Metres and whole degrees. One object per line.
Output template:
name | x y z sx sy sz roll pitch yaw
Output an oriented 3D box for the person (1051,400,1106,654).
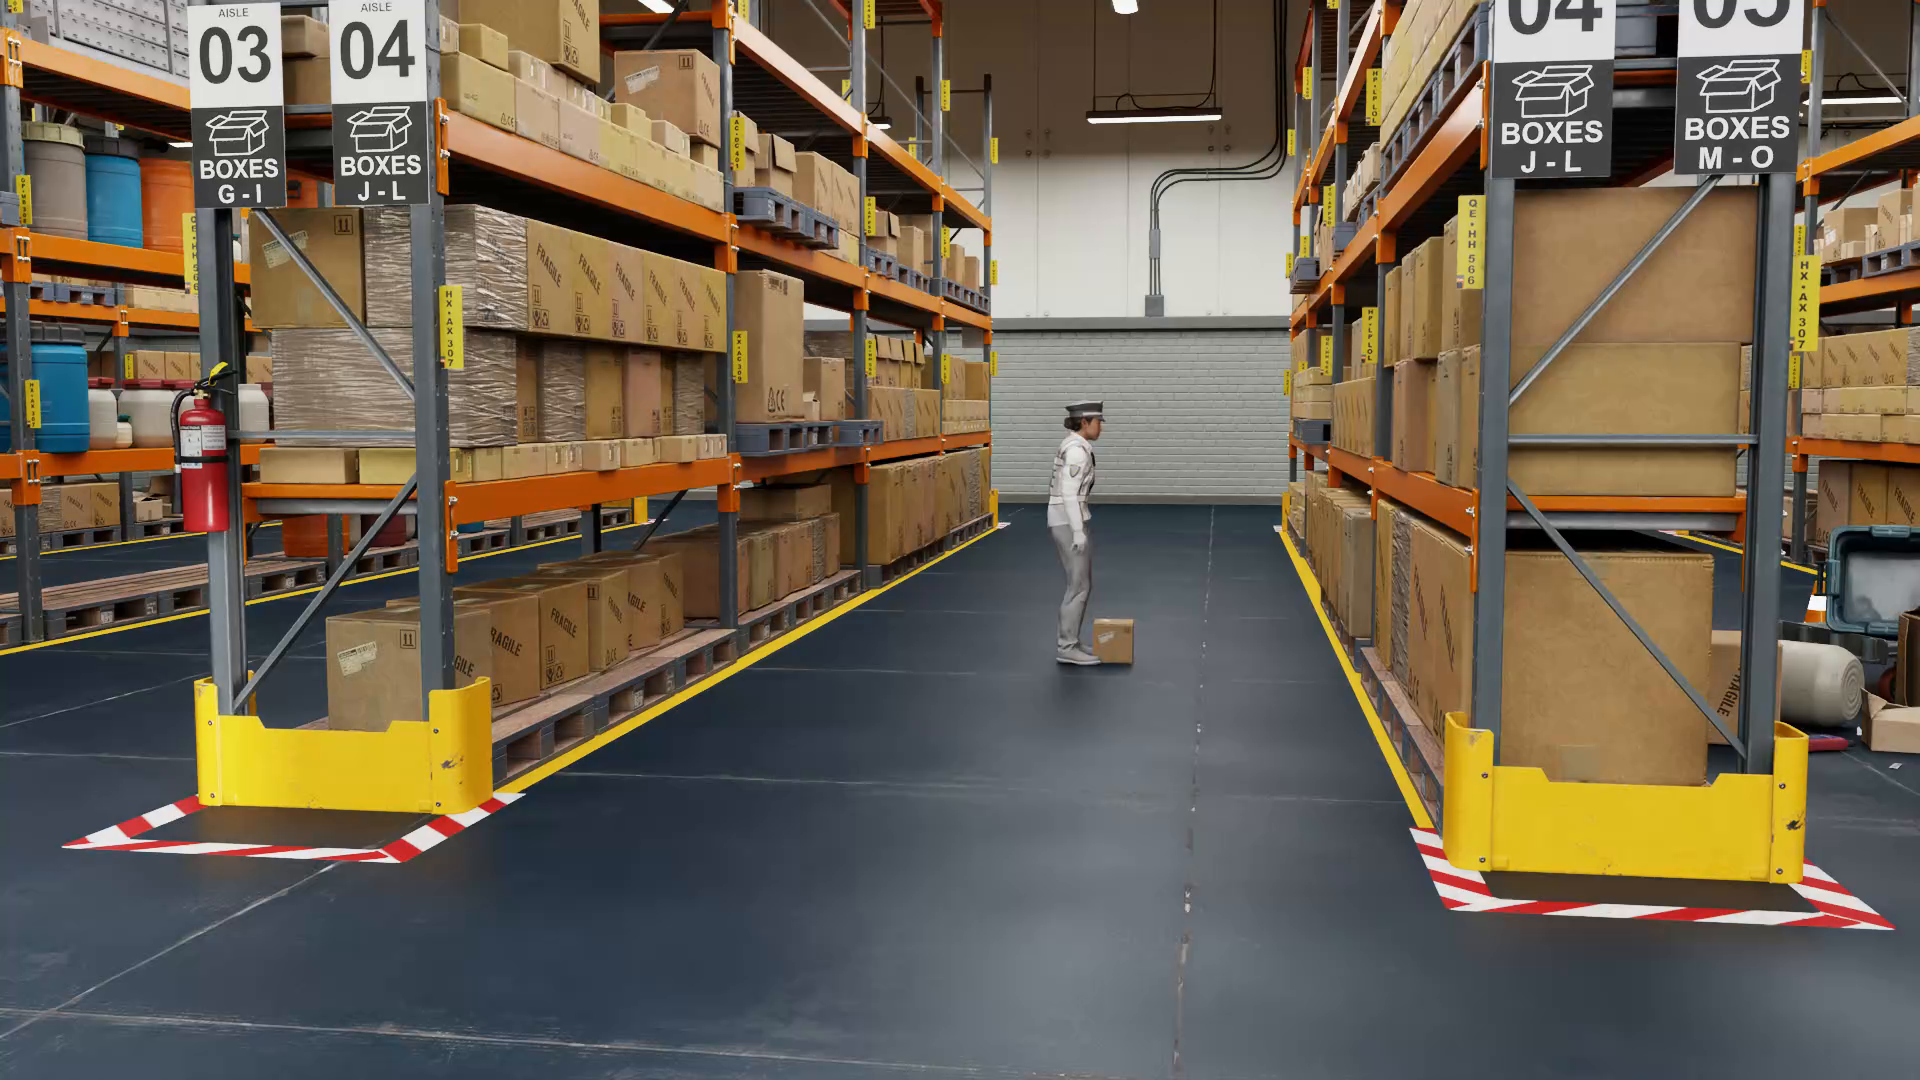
person | 0.756 -0.090 10.615 0.344 1.600 0.508 0 5 6
